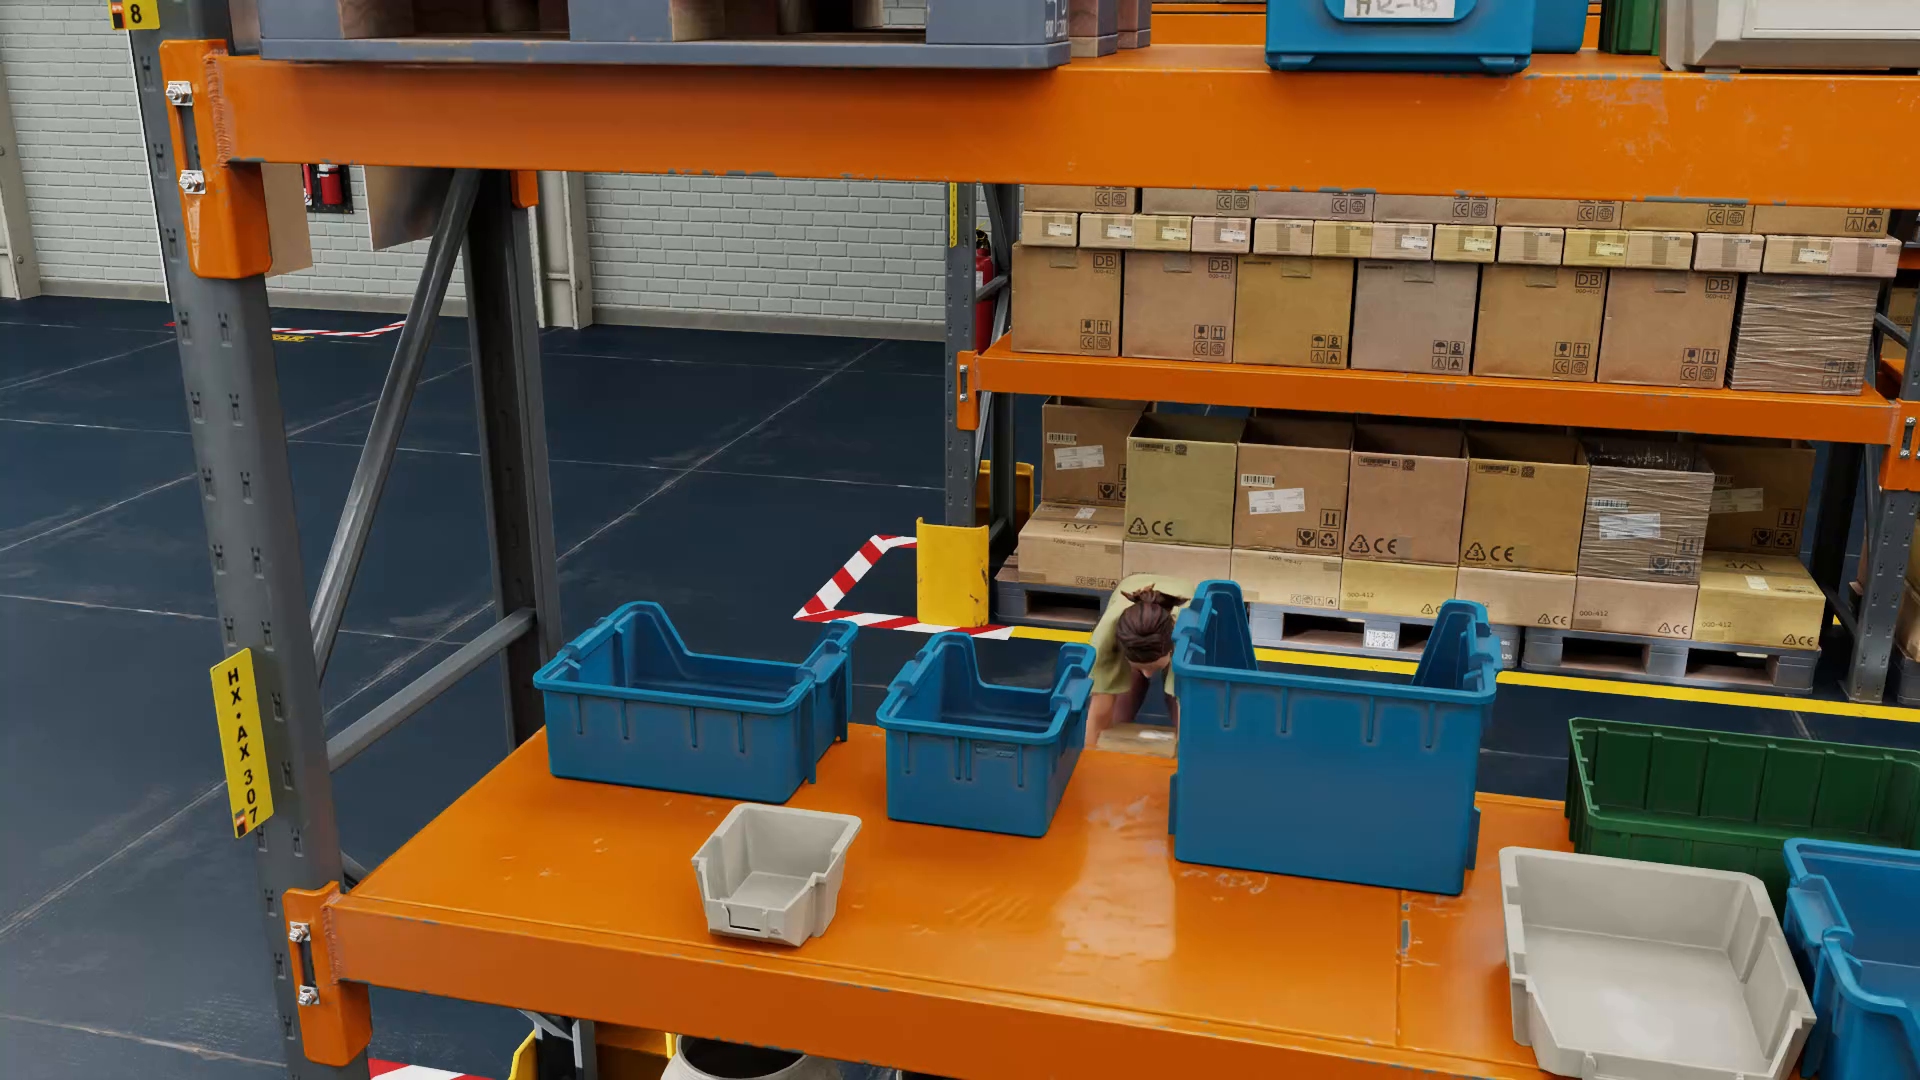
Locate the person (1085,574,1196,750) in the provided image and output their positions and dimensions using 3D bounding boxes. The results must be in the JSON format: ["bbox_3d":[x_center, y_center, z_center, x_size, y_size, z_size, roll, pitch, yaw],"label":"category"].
[{"bbox_3d":[0.628,0.629,5.531,0.447,1.131,0.854,4,19,11],"label":"person"}]
